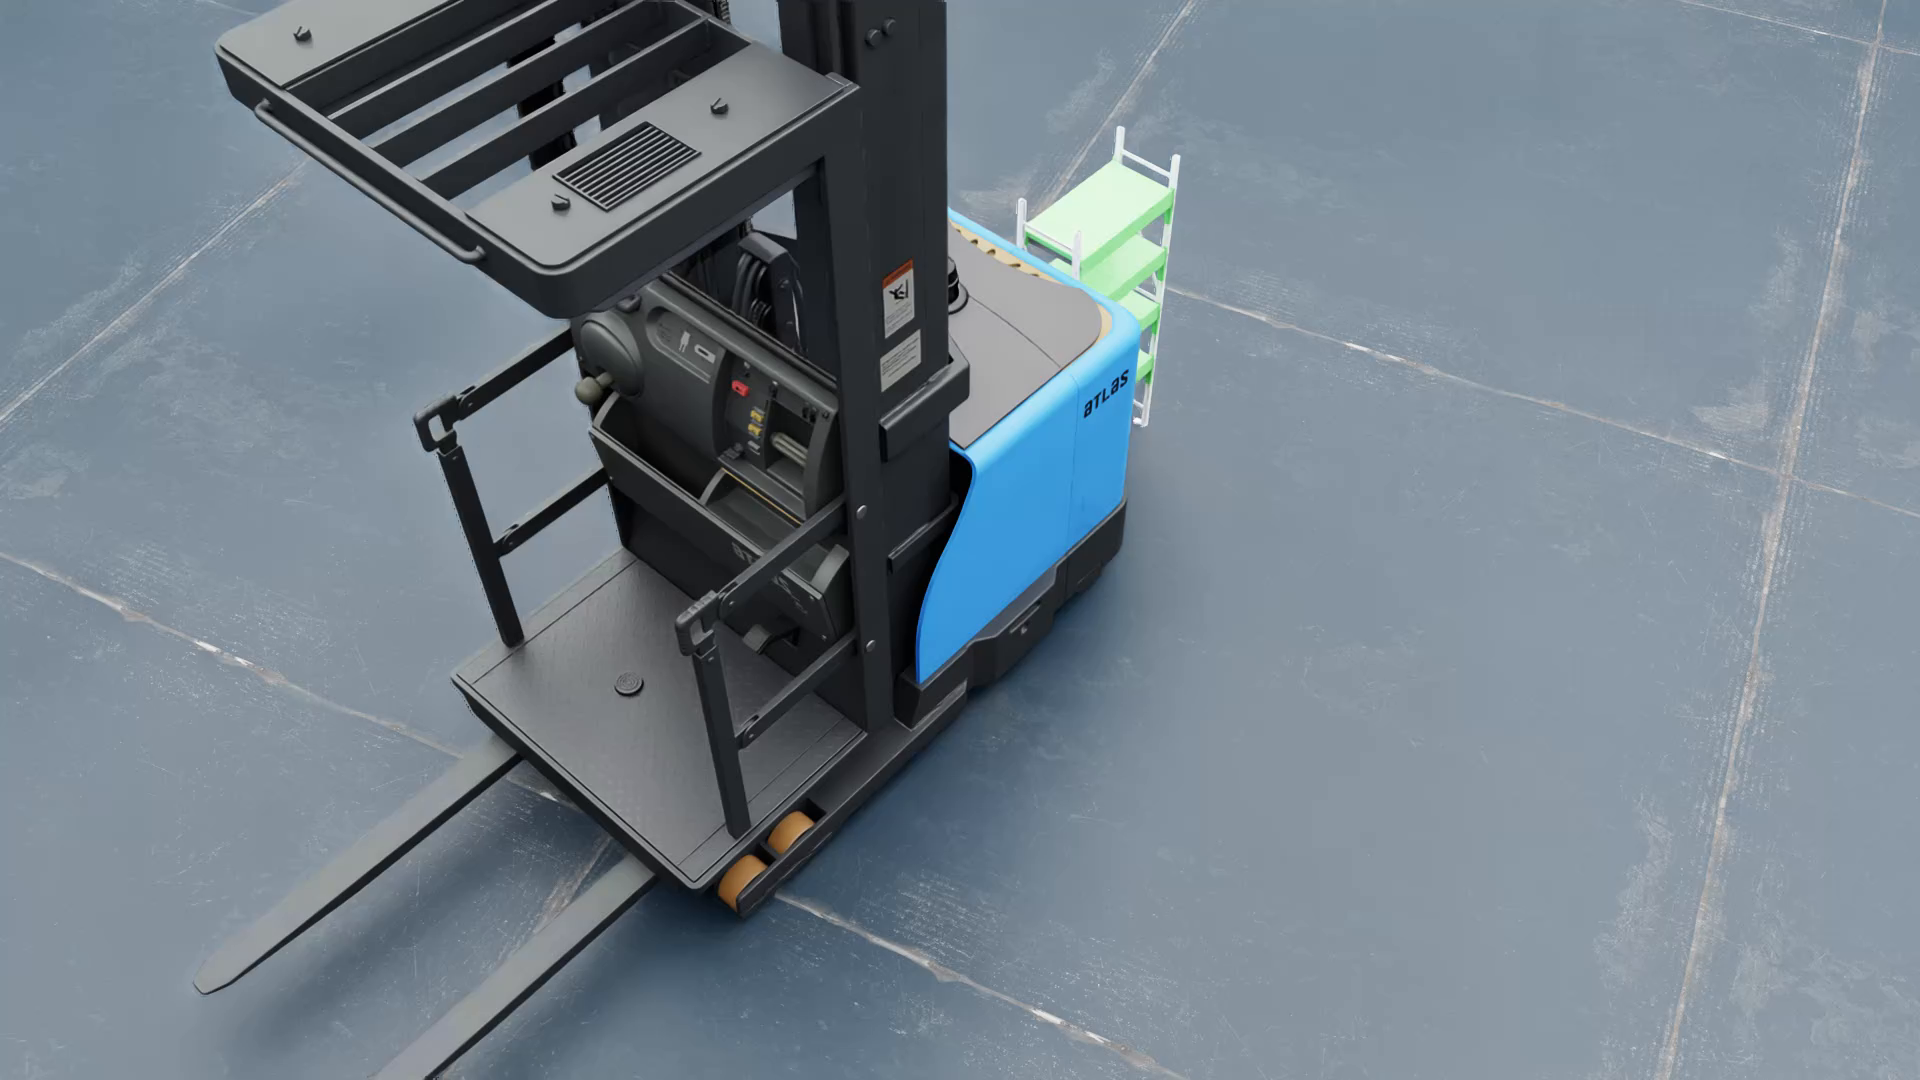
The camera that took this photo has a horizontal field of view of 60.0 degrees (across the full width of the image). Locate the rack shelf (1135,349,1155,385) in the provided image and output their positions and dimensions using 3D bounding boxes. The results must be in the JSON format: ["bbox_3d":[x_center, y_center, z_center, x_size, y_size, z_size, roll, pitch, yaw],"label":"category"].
[{"bbox_3d":[0.433,-0.530,5.812,0.258,0.148,0.480,34,57,25],"label":"rack shelf"}]

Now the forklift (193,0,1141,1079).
[{"bbox_3d":[-0.803,-0.316,4.094,1.130,2.935,3.031,34,58,26],"label":"forklift"}]

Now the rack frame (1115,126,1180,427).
[{"bbox_3d":[0.594,-0.866,5.699,0.240,1.200,0.015,34,57,25],"label":"rack frame"}]

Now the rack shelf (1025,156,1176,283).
[{"bbox_3d":[0.433,-0.996,5.264,0.258,0.148,0.480,34,57,25],"label":"rack shelf"}]

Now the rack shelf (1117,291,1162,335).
[{"bbox_3d":[0.433,-0.685,5.629,0.258,0.148,0.480,34,57,25],"label":"rack shelf"}]

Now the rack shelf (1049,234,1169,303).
[{"bbox_3d":[0.433,-0.841,5.446,0.258,0.148,0.480,34,57,25],"label":"rack shelf"}]

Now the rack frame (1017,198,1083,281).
[{"bbox_3d":[0.271,-0.587,5.462,0.240,1.200,0.015,34,57,25],"label":"rack frame"}]

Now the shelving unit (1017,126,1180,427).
[{"bbox_3d":[0.433,-0.727,5.581,0.258,1.200,0.503,34,57,25],"label":"shelving unit"}]
